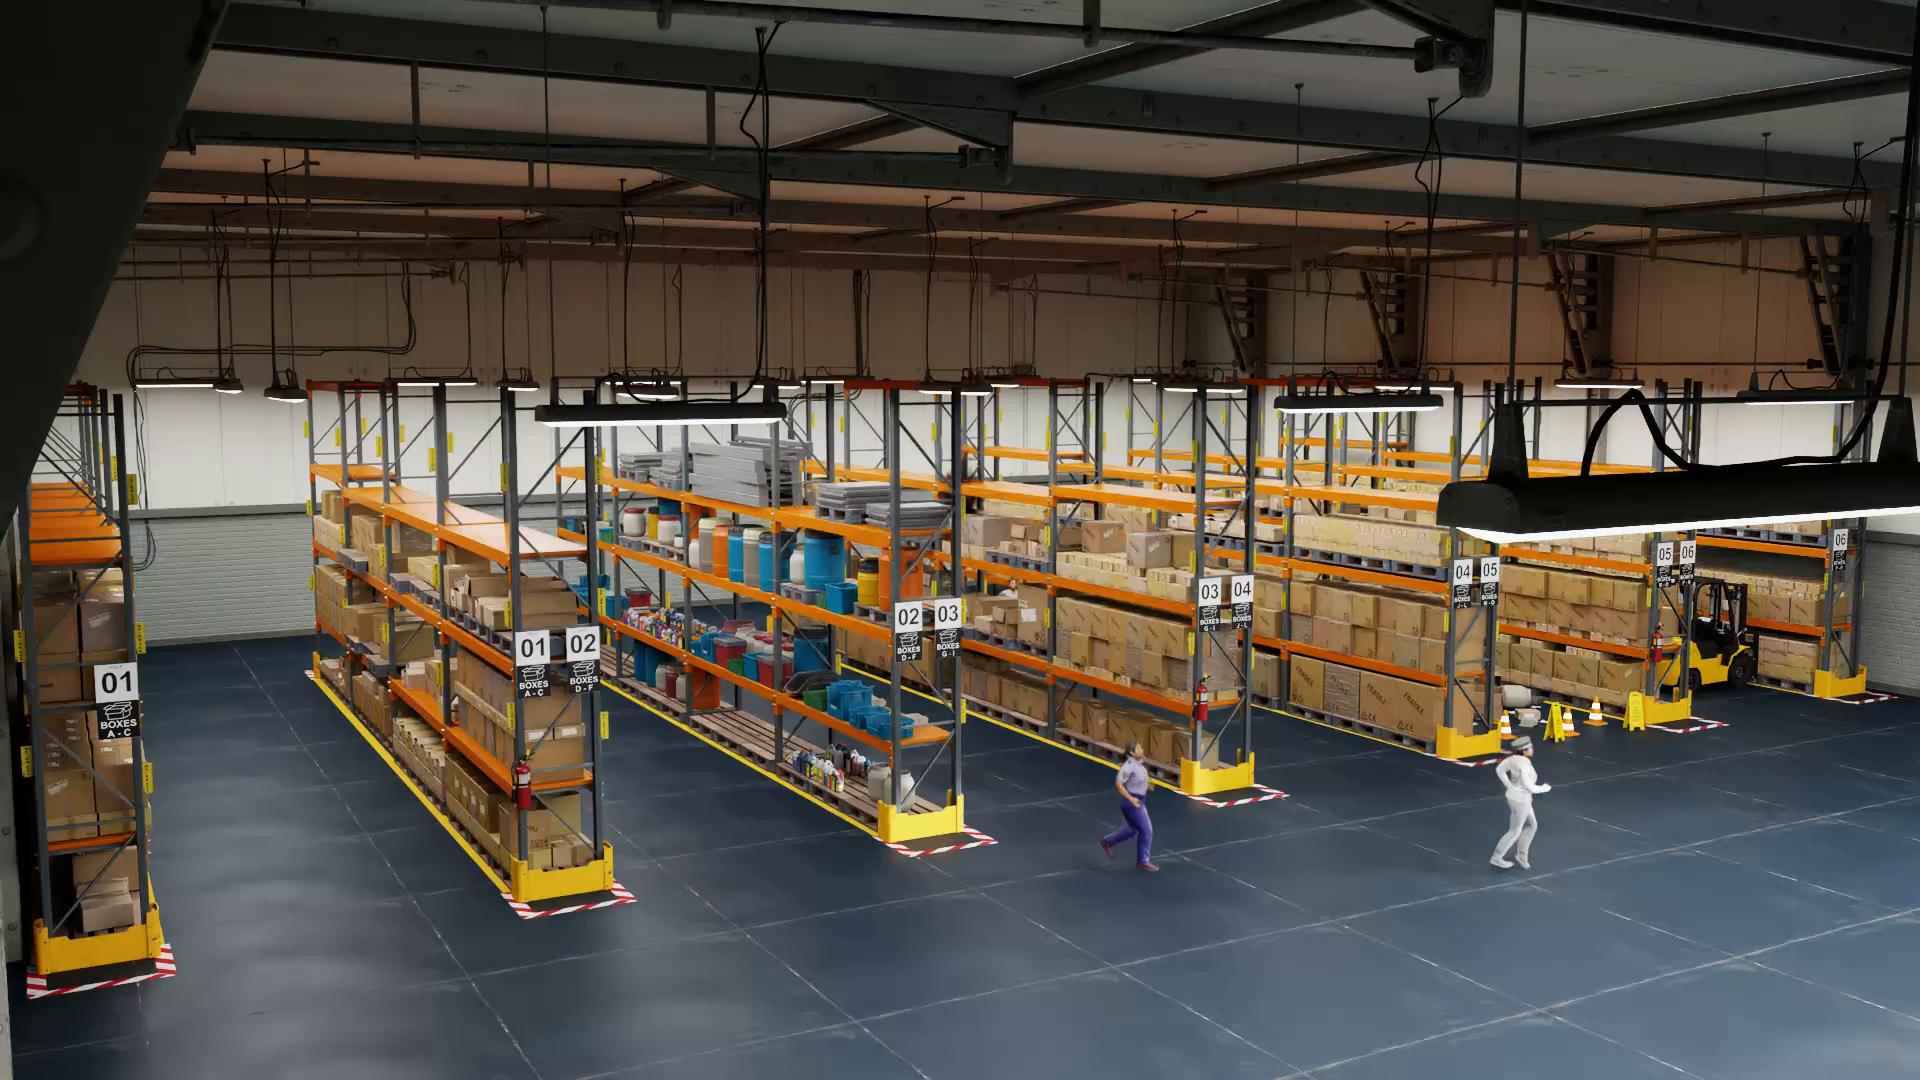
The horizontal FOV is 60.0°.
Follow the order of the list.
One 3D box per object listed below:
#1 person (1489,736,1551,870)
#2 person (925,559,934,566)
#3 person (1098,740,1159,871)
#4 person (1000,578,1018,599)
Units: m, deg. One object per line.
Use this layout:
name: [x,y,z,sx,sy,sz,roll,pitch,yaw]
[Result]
person: [6.980,3.307,20.745,0.722,1.764,0.632,0,6,4]
person: [-0.785,1.094,41.261,0.711,1.718,0.505,6,9,44]
person: [2.125,3.324,20.869,0.776,1.638,0.601,1,6,10]
person: [1.146,1.676,36.117,0.537,1.729,0.755,-3,7,-24]
